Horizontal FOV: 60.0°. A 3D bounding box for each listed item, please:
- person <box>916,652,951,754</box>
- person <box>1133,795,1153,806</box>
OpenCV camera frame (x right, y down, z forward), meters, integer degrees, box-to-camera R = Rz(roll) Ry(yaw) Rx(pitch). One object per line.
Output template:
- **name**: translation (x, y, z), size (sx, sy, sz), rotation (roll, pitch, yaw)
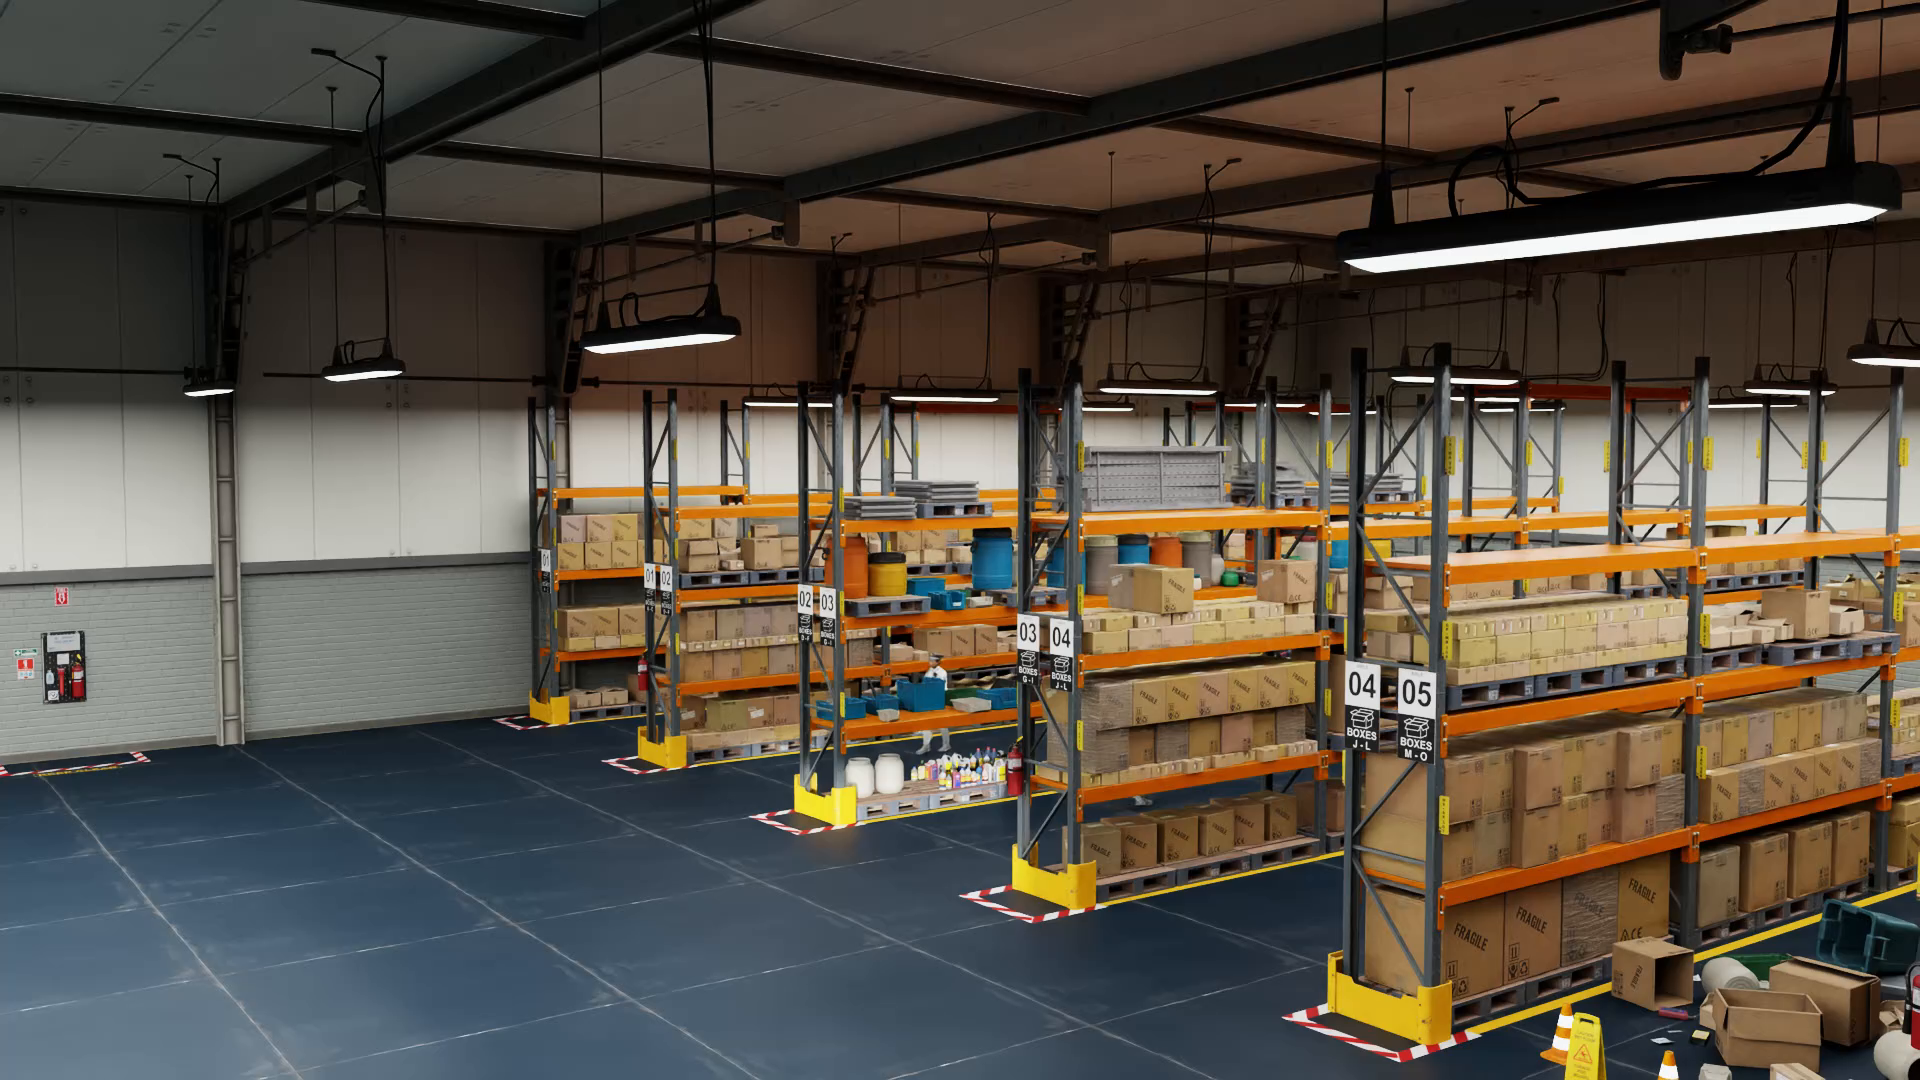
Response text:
- **person**: translation (-0.429, 2.703, 27.599), size (0.608, 1.690, 0.543), rotation (-3, 4, -40)
- **person**: translation (2.548, 2.949, 23.553), size (0.479, 1.654, 0.518), rotation (-2, 4, -32)
